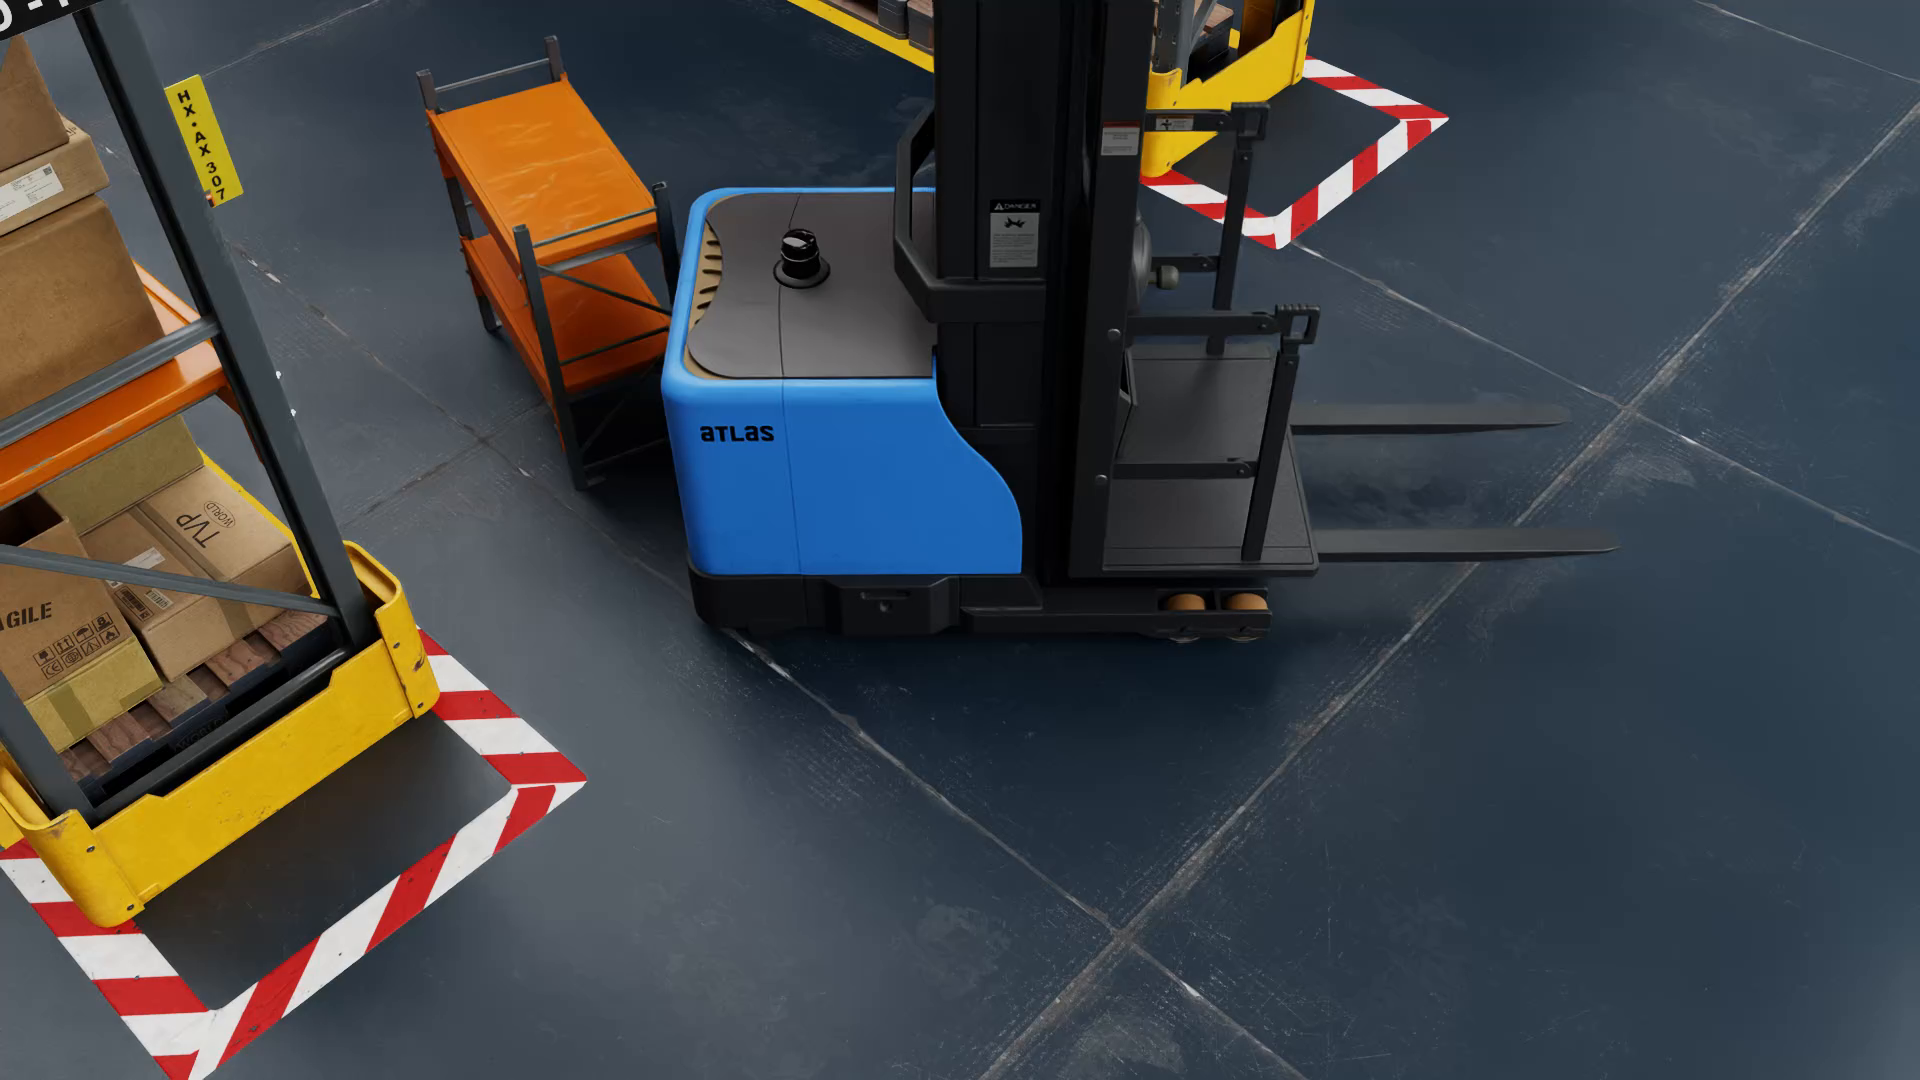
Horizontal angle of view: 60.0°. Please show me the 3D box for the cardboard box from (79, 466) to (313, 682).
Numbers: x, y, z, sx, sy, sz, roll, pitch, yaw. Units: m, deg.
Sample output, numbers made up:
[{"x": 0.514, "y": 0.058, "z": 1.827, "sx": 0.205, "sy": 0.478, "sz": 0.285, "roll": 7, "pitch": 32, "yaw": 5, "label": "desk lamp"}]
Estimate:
[{"x": -2.410, "y": 0.097, "z": 5.200, "sx": 0.500, "sy": 0.250, "sz": 0.500, "roll": 34, "pitch": 55, "yaw": 28, "label": "cardboard box"}]

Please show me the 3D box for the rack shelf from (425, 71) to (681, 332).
[{"x": -1.398, "y": -1.179, "z": 5.684, "sx": 0.538, "sy": 0.278, "sz": 1.000, "roll": -22, "pitch": 51, "yaw": -19, "label": "rack shelf"}]

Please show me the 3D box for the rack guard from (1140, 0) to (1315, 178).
[{"x": 1.108, "y": -2.125, "z": 7.402, "sx": 0.348, "sy": 0.500, "sz": 1.175, "roll": 34, "pitch": 55, "yaw": 28, "label": "rack guard"}]

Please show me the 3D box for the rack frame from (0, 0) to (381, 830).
[{"x": -2.167, "y": -0.316, "z": 3.989, "sx": 0.127, "sy": 3.000, "sz": 1.000, "roll": 34, "pitch": 55, "yaw": 28, "label": "rack frame"}]

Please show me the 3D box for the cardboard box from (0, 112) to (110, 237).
[{"x": -2.309, "y": -0.882, "z": 4.007, "sx": 0.250, "sy": 0.149, "sz": 0.380, "roll": 34, "pitch": 55, "yaw": 27, "label": "cardboard box"}]

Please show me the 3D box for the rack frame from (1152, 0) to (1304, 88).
[{"x": 1.196, "y": -2.968, "z": 6.479, "sx": 0.127, "sy": 3.000, "sz": 1.000, "roll": 34, "pitch": 55, "yaw": 28, "label": "rack frame"}]

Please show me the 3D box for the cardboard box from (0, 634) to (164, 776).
[{"x": -2.761, "y": 0.374, "z": 4.939, "sx": 0.500, "sy": 0.250, "sz": 0.500, "roll": 34, "pitch": 55, "yaw": 28, "label": "cardboard box"}]

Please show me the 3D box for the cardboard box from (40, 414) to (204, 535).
[{"x": -2.779, "y": -0.406, "z": 5.157, "sx": 0.500, "sy": 0.500, "sz": 0.500, "roll": 34, "pitch": 55, "yaw": 28, "label": "cardboard box"}]

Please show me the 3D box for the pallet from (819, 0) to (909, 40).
[{"x": -0.378, "y": -3.034, "z": 8.454, "sx": 1.213, "sy": 0.211, "sz": 1.003, "roll": 34, "pitch": 55, "yaw": 28, "label": "pallet"}]

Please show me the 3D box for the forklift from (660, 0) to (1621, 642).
[{"x": 0.640, "y": -1.061, "z": 4.736, "sx": 3.031, "sy": 2.935, "sz": 1.130, "roll": 0, "pitch": 47, "yaw": 0, "label": "forklift"}]

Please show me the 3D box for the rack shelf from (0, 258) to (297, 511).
[{"x": -3.636, "y": -1.059, "z": 5.180, "sx": 4.000, "sy": 0.370, "sz": 1.077, "roll": 34, "pitch": 55, "yaw": 28, "label": "rack shelf"}]

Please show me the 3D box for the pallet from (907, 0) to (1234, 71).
[{"x": 0.514, "y": -2.431, "z": 7.887, "sx": 1.213, "sy": 0.211, "sz": 1.003, "roll": 34, "pitch": 55, "yaw": 28, "label": "pallet"}]

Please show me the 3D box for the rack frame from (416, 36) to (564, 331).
[{"x": -1.645, "y": -1.302, "z": 6.201, "sx": 0.500, "sy": 1.125, "sz": 0.032, "roll": -22, "pitch": 51, "yaw": -19, "label": "rack frame"}]

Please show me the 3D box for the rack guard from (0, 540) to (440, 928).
[{"x": -2.149, "y": 0.551, "z": 4.890, "sx": 0.348, "sy": 0.500, "sz": 1.175, "roll": 34, "pitch": 55, "yaw": 28, "label": "rack guard"}]

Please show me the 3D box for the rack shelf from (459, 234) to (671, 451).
[{"x": -1.398, "y": -0.811, "z": 6.075, "sx": 0.538, "sy": 0.278, "sz": 1.000, "roll": -22, "pitch": 51, "yaw": -19, "label": "rack shelf"}]

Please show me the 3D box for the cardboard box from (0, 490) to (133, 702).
[{"x": -2.763, "y": 0.119, "z": 4.665, "sx": 0.500, "sy": 0.500, "sz": 0.500, "roll": 34, "pitch": 55, "yaw": 28, "label": "cardboard box"}]

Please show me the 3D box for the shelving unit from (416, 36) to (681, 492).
[{"x": -1.398, "y": -0.978, "z": 5.897, "sx": 0.538, "sy": 1.125, "sz": 1.048, "roll": -22, "pitch": 51, "yaw": -19, "label": "shelving unit"}]

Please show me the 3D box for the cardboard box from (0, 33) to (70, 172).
[{"x": -2.540, "y": -1.058, "z": 3.728, "sx": 0.500, "sy": 0.500, "sz": 0.700, "roll": 34, "pitch": 55, "yaw": 28, "label": "cardboard box"}]

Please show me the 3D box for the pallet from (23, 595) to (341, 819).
[{"x": -2.757, "y": 0.282, "z": 5.340, "sx": 1.213, "sy": 0.211, "sz": 1.003, "roll": 34, "pitch": 55, "yaw": 28, "label": "pallet"}]

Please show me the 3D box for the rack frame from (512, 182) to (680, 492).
[{"x": -1.151, "y": -0.655, "z": 5.593, "sx": 0.500, "sy": 1.125, "sz": 0.032, "roll": -22, "pitch": 51, "yaw": -19, "label": "rack frame"}]

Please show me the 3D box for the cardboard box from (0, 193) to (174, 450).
[{"x": -2.501, "y": -0.588, "z": 4.176, "sx": 0.500, "sy": 0.500, "sz": 0.700, "roll": 34, "pitch": 55, "yaw": 28, "label": "cardboard box"}]

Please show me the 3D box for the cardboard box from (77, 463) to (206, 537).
[{"x": -2.780, "y": -0.149, "z": 5.430, "sx": 0.500, "sy": 0.250, "sz": 0.500, "roll": 34, "pitch": 55, "yaw": 28, "label": "cardboard box"}]

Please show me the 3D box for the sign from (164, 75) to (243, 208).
[{"x": -1.786, "y": -0.934, "z": 3.921, "sx": 0.005, "sy": 0.325, "sz": 0.100, "roll": 34, "pitch": 55, "yaw": 28, "label": "sign"}]
